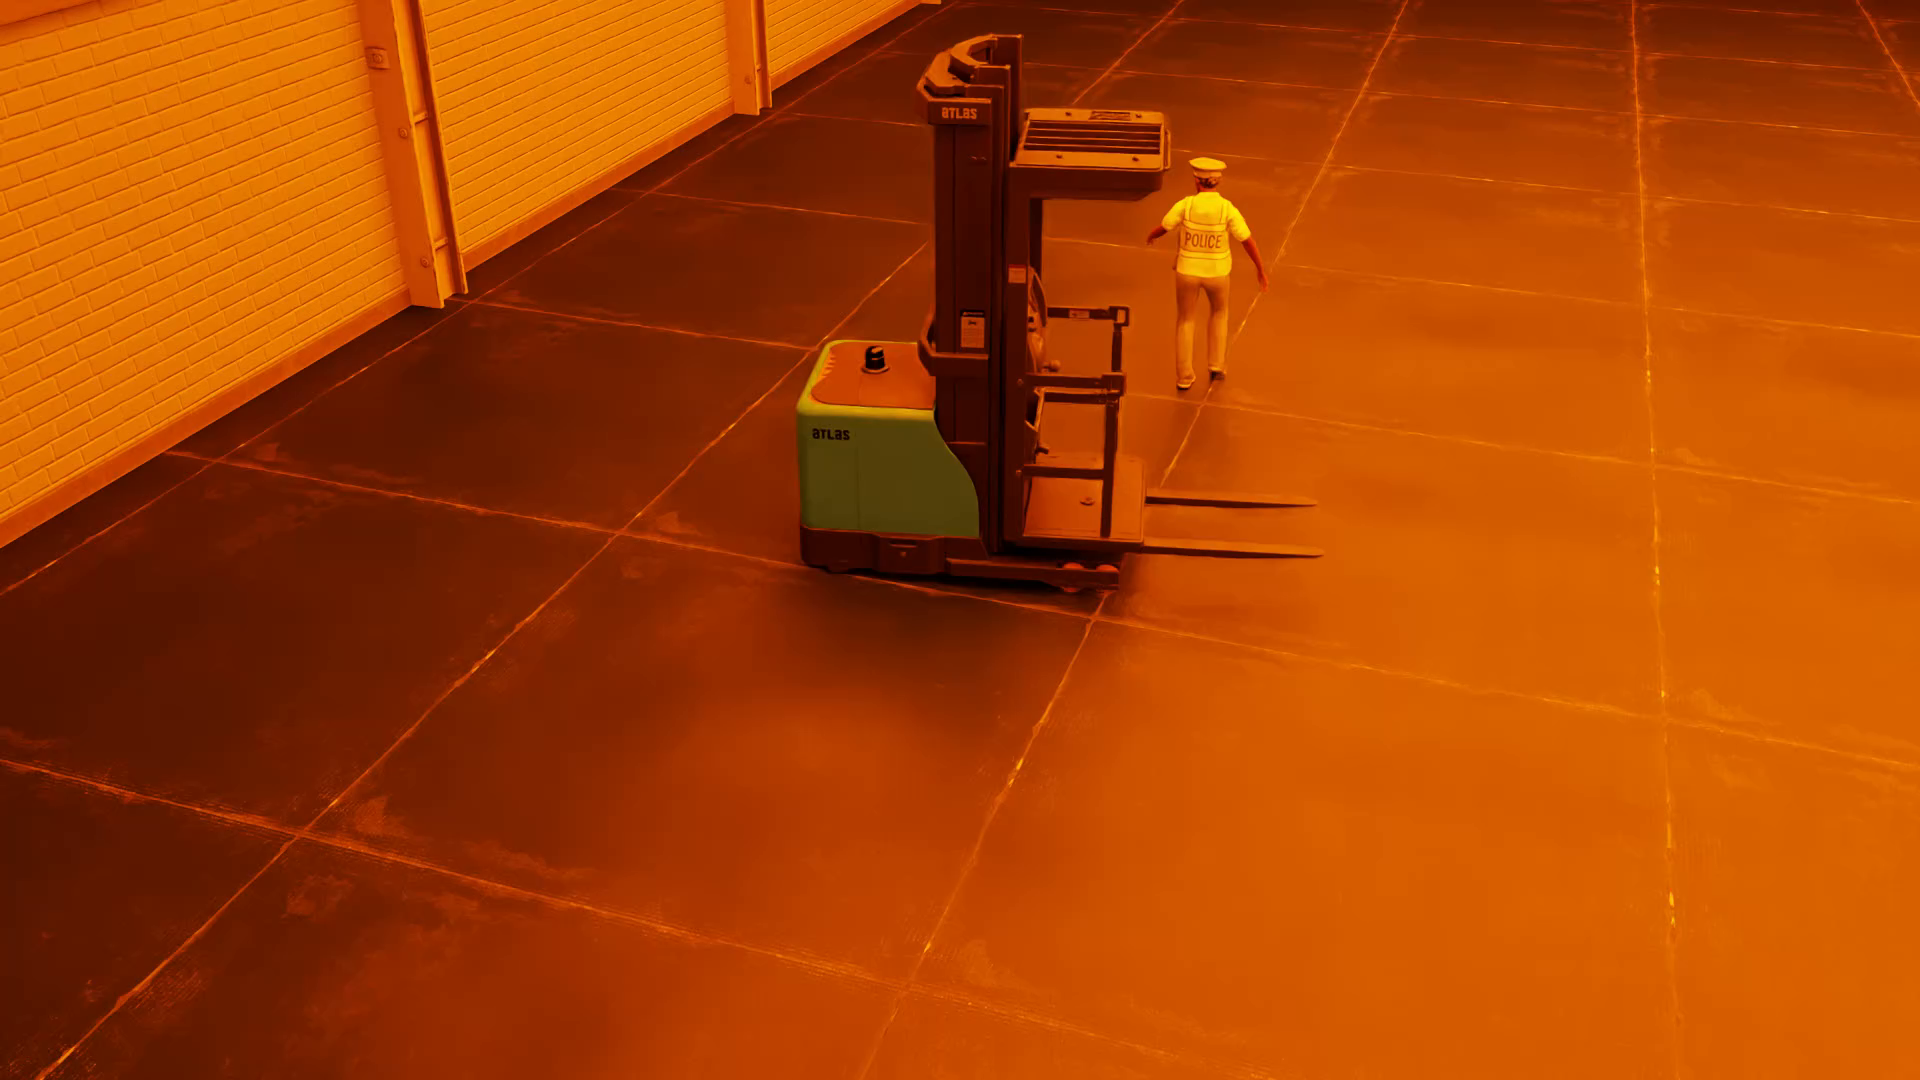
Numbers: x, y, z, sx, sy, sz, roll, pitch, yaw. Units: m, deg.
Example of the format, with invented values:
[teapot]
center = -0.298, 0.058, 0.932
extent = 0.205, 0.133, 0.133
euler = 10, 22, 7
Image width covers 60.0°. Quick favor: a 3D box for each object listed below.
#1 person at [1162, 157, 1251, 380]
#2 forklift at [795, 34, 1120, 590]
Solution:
[person]
center = 1.722, -1.918, 11.742
extent = 0.617, 1.565, 0.442
euler = 7, 30, 12
[forklift]
center = 0.615, -1.242, 9.315
extent = 3.031, 2.935, 1.130
euler = 3, 30, 6
